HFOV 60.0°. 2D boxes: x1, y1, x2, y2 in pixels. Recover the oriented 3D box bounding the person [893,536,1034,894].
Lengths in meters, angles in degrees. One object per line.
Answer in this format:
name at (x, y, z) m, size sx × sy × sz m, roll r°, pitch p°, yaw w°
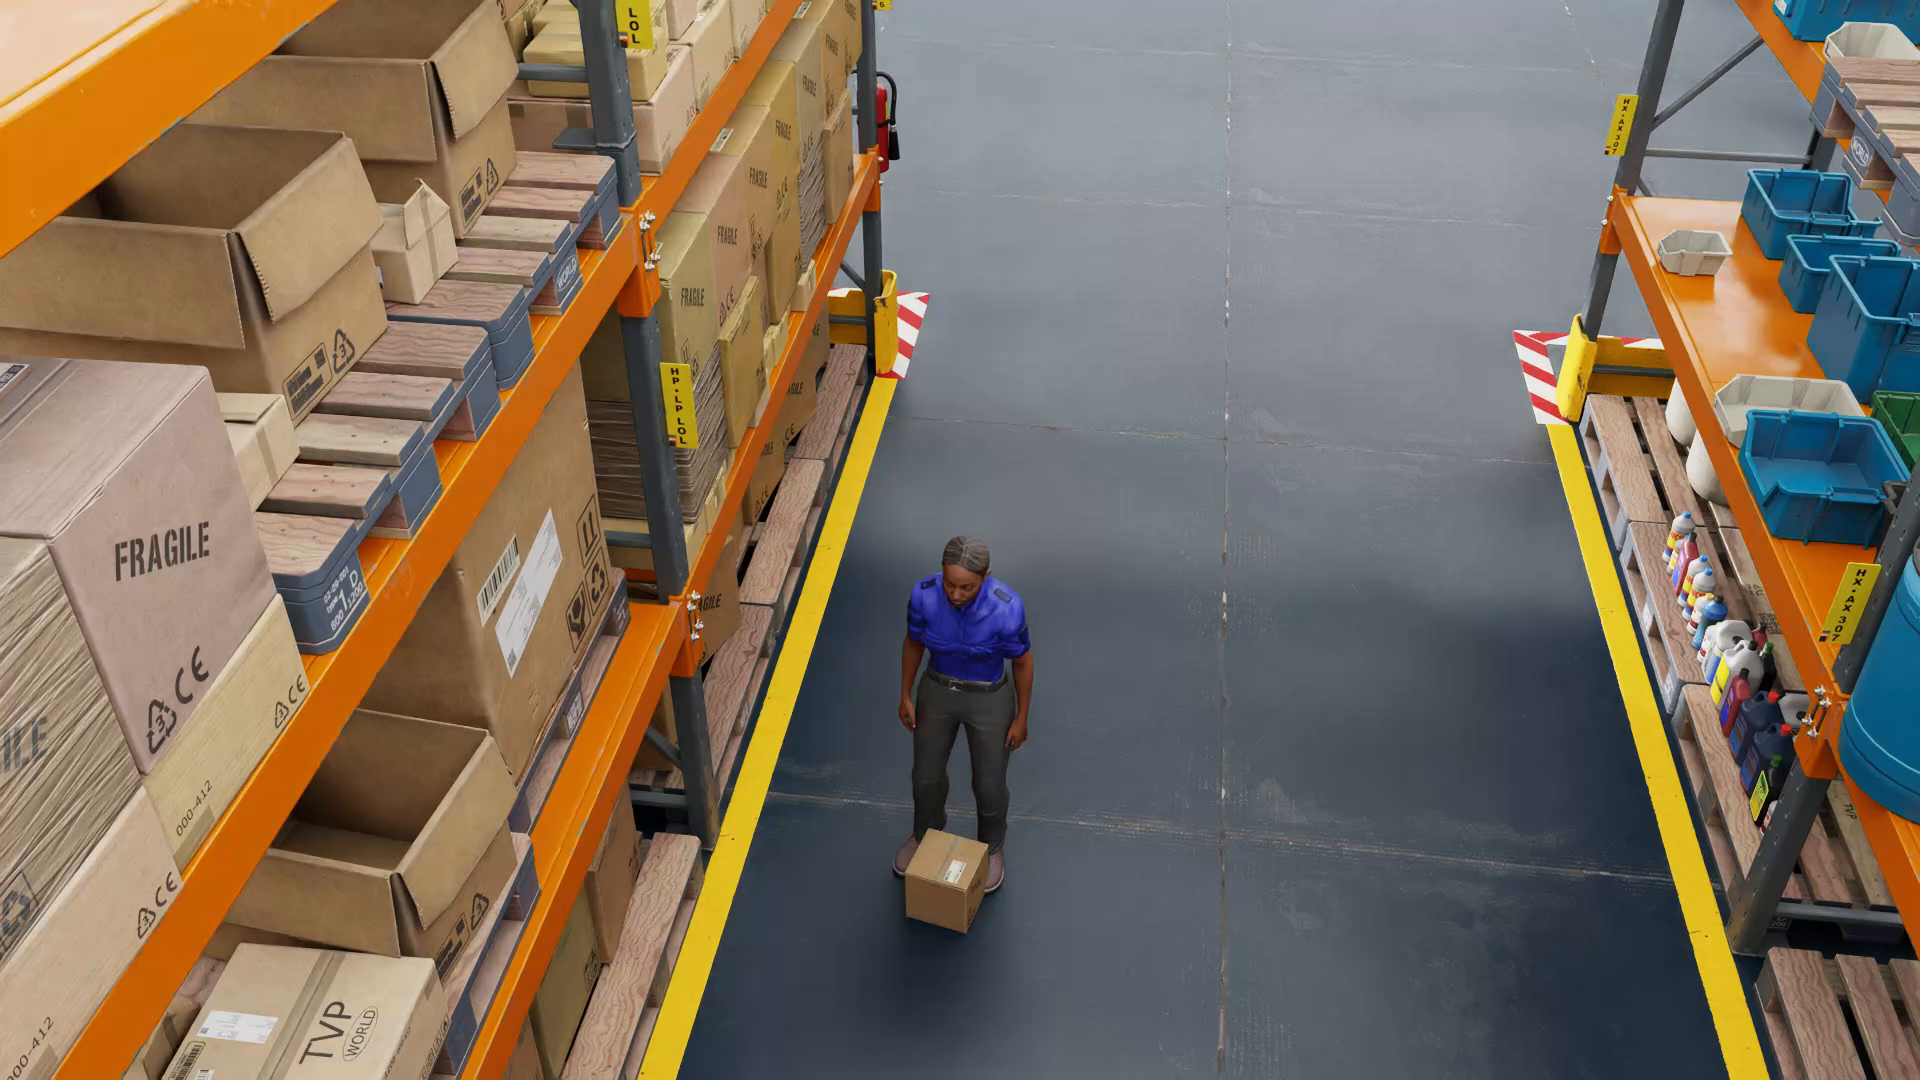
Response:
person at (0.009, 0.620, 6.200) m, size 0.518 × 1.654 × 0.353 m, roll 10°, pitch 37°, yaw 13°
